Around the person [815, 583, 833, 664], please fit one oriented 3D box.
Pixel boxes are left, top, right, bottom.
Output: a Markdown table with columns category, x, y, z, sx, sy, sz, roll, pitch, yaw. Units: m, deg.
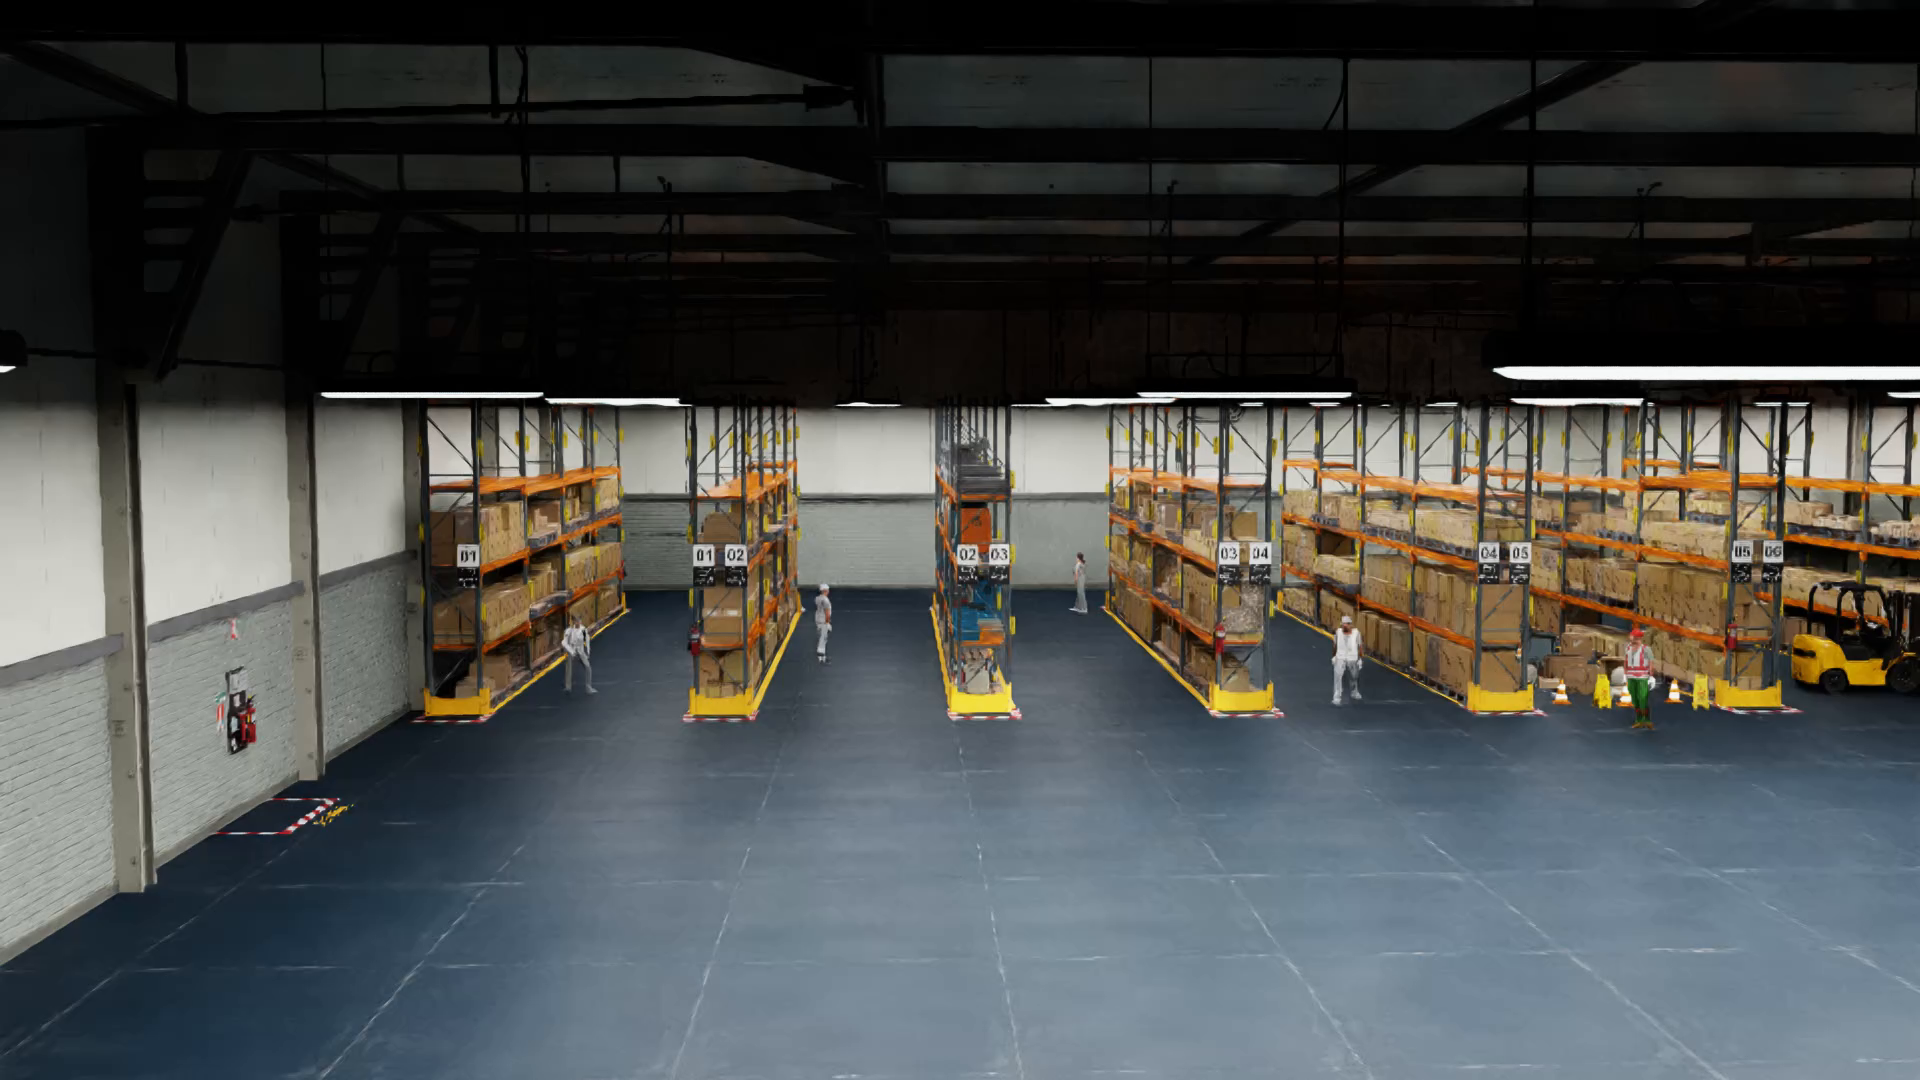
| category | x | y | z | sx | sy | sz | roll | pitch | yaw |
| --- | --- | --- | --- | --- | --- | --- | --- | --- | --- |
| person | -3.035 | 1.859 | 37.495 | 0.468 | 1.794 | 0.625 | -2 | 5 | -27 |

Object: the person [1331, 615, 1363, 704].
| category | x | y | z | sx | sy | sz | roll | pitch | yaw |
| --- | --- | --- | --- | --- | --- | --- | --- | --- | --- |
| person | 7.554 | 2.314 | 32.443 | 0.608 | 1.736 | 0.984 | 2 | 5 | 20 |

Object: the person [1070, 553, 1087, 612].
| category | x | y | z | sx | sy | sz | roll | pitch | yaw |
| --- | --- | --- | --- | --- | --- | --- | --- | --- | --- |
| person | 3.353 | 1.182 | 46.922 | 0.575 | 1.665 | 0.576 | 2 | 5 | 21 |

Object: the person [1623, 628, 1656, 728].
| category | x | y | z | sx | sy | sz | roll | pitch | yaw |
| --- | --- | --- | --- | --- | --- | --- | --- | --- | --- |
| person | 12.178 | 2.475 | 29.800 | 0.376 | 1.782 | 0.618 | -3 | 6 | -36 |

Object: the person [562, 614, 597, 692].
| category | x | y | z | sx | sy | sz | roll | pitch | yaw |
| --- | --- | --- | --- | --- | --- | --- | --- | --- | --- |
| person | -7.717 | 2.273 | 33.528 | 0.638 | 1.615 | 0.774 | -2 | 5 | -22 |
